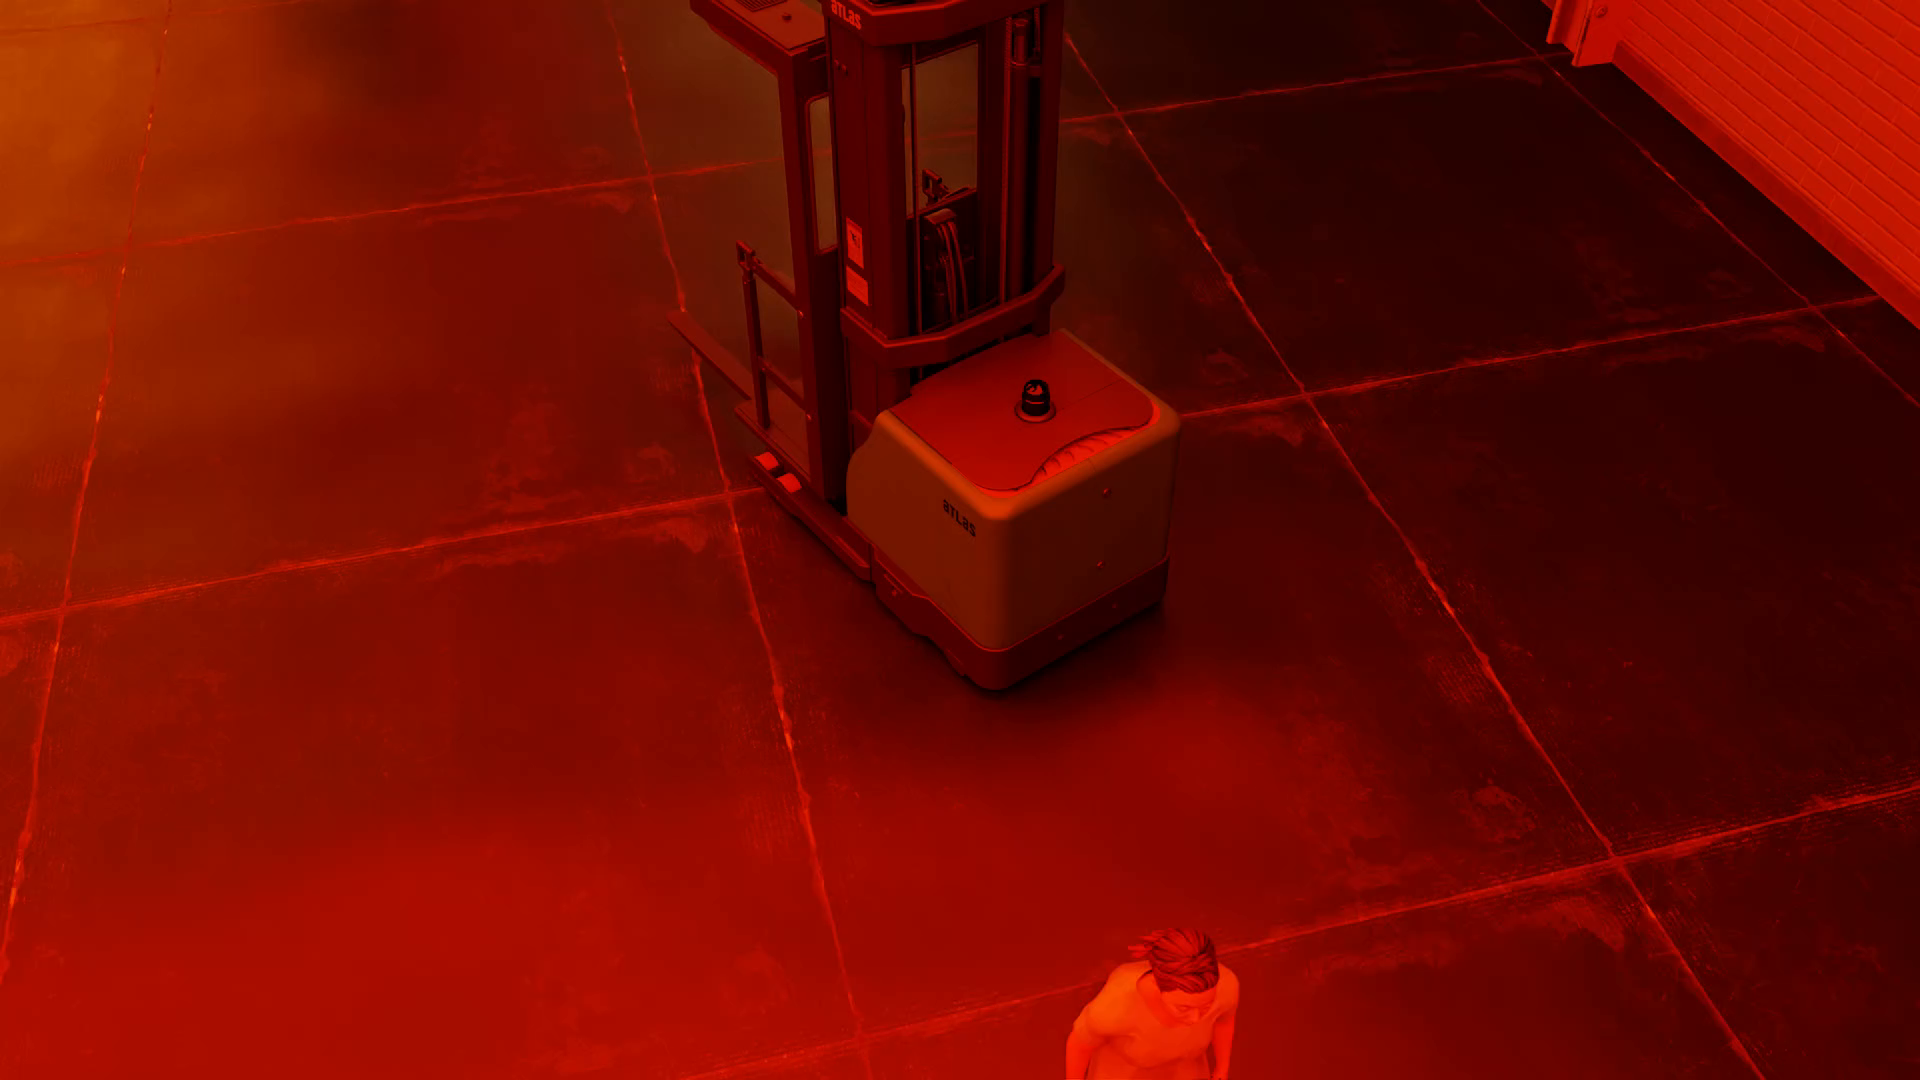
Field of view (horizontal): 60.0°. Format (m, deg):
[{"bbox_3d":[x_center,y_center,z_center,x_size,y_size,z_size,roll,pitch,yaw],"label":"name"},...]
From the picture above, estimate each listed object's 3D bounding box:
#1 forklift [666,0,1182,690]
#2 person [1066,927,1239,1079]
[{"bbox_3d":[-0.366,-1.399,7.126,1.130,2.935,3.031,-27,50,-26],"label":"forklift"},{"bbox_3d":[0.549,1.615,4.854,0.519,1.671,0.365,-8,44,-8],"label":"person"}]
